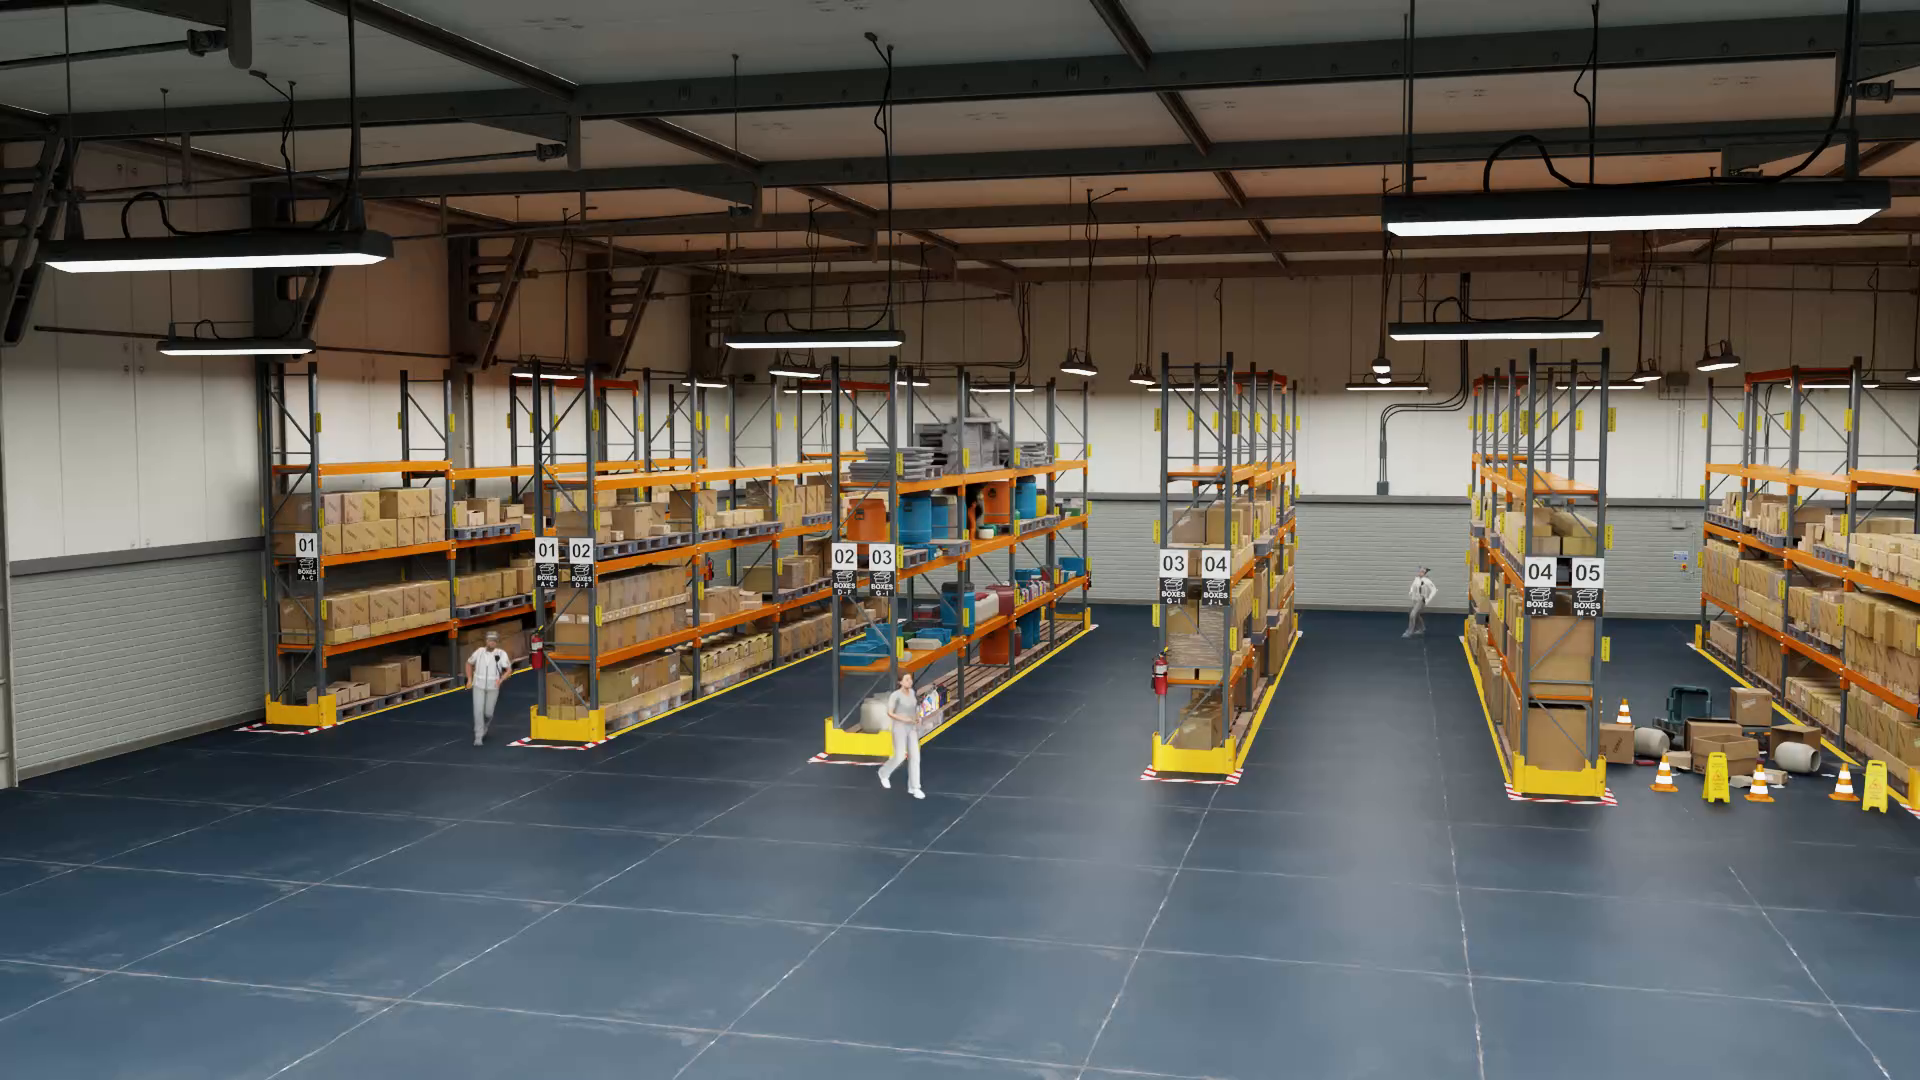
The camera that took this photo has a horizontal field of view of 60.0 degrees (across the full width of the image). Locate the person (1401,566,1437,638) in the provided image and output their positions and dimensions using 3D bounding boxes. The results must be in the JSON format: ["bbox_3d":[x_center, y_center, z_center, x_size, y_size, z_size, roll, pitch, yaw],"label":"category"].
[{"bbox_3d":[10.722,1.436,38.788,0.805,1.679,0.667,-2,5,-29],"label":"person"}]

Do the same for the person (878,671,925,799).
[{"bbox_3d":[-0.769,2.591,22.427,0.587,1.686,0.846,-4,5,-42],"label":"person"}]

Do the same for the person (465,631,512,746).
[{"bbox_3d":[-7.423,2.305,26.176,0.693,1.763,0.749,-1,4,-14],"label":"person"}]
